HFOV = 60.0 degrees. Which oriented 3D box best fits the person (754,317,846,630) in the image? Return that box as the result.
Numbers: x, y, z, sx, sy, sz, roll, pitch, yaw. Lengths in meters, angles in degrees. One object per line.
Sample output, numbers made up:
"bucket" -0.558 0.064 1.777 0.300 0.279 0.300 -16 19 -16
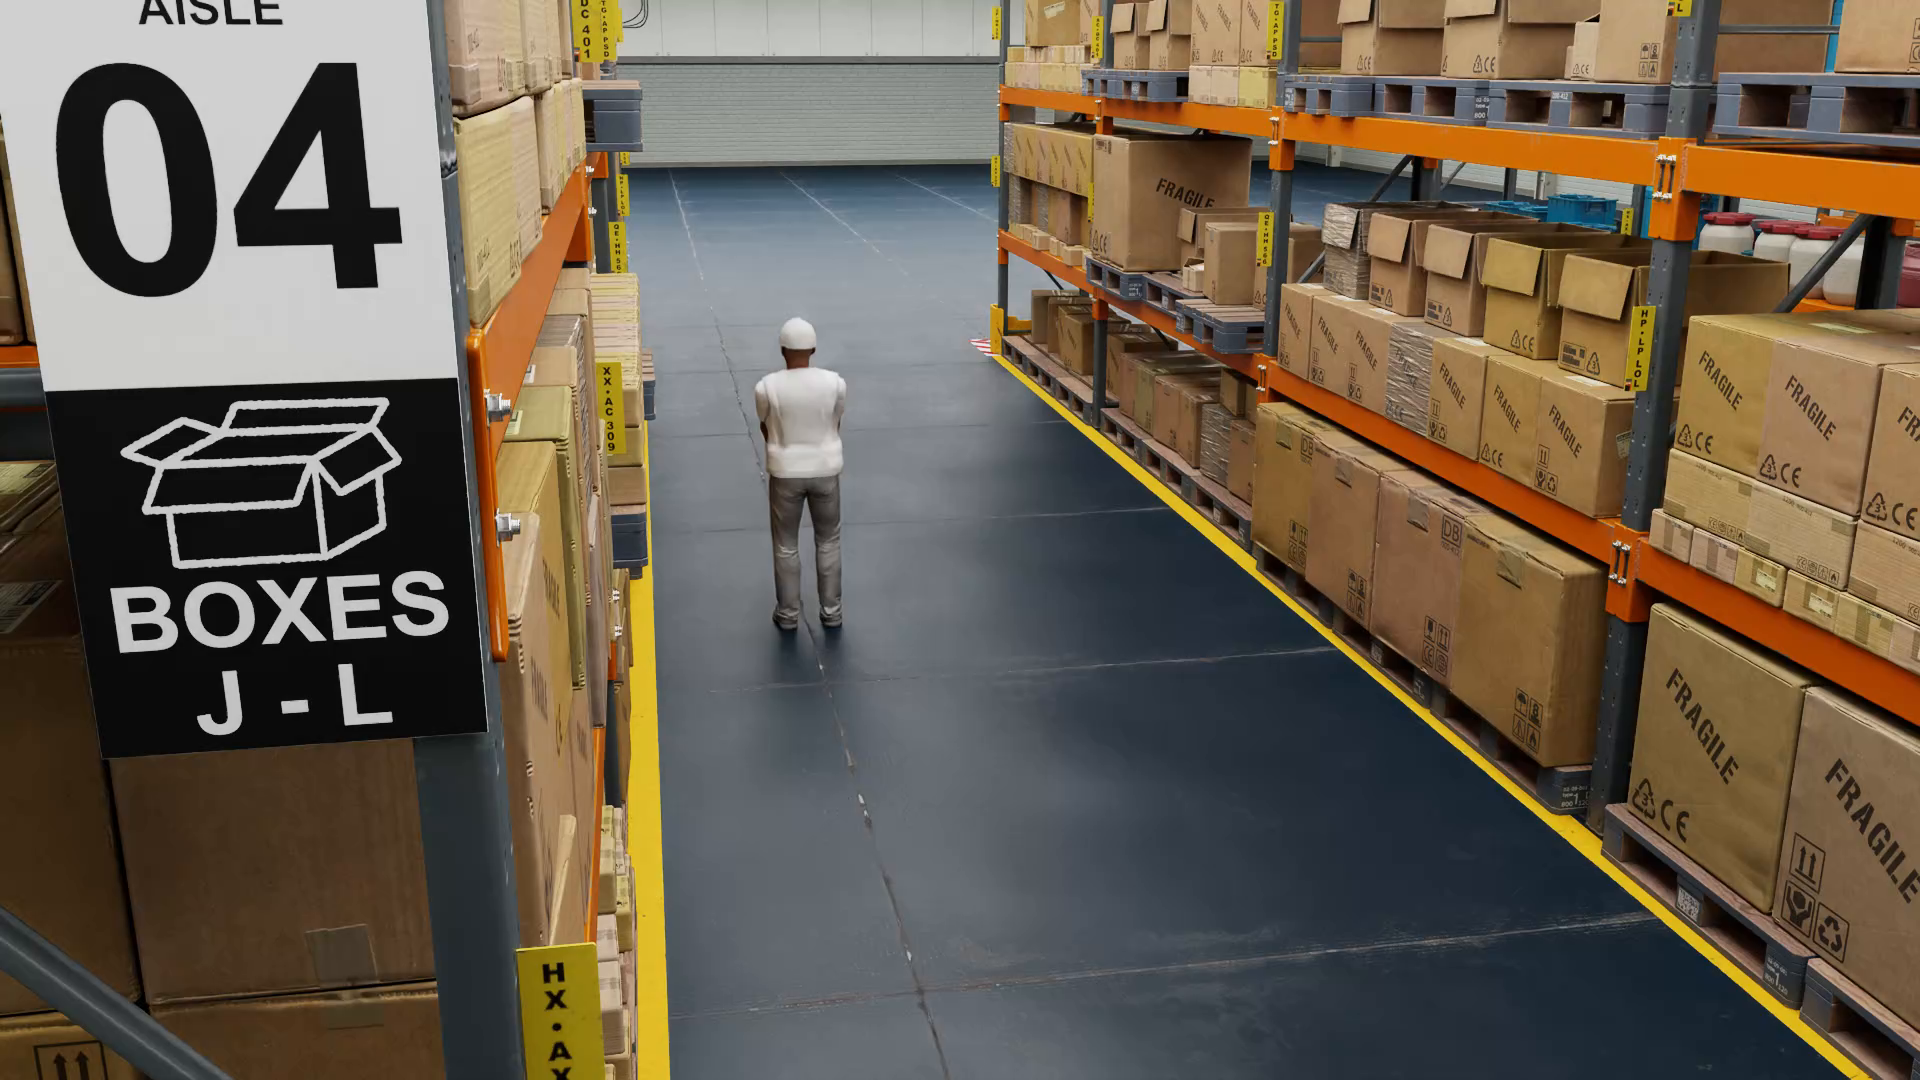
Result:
"person" -0.895 -0.393 9.349 0.504 1.761 0.572 -3 17 -10
